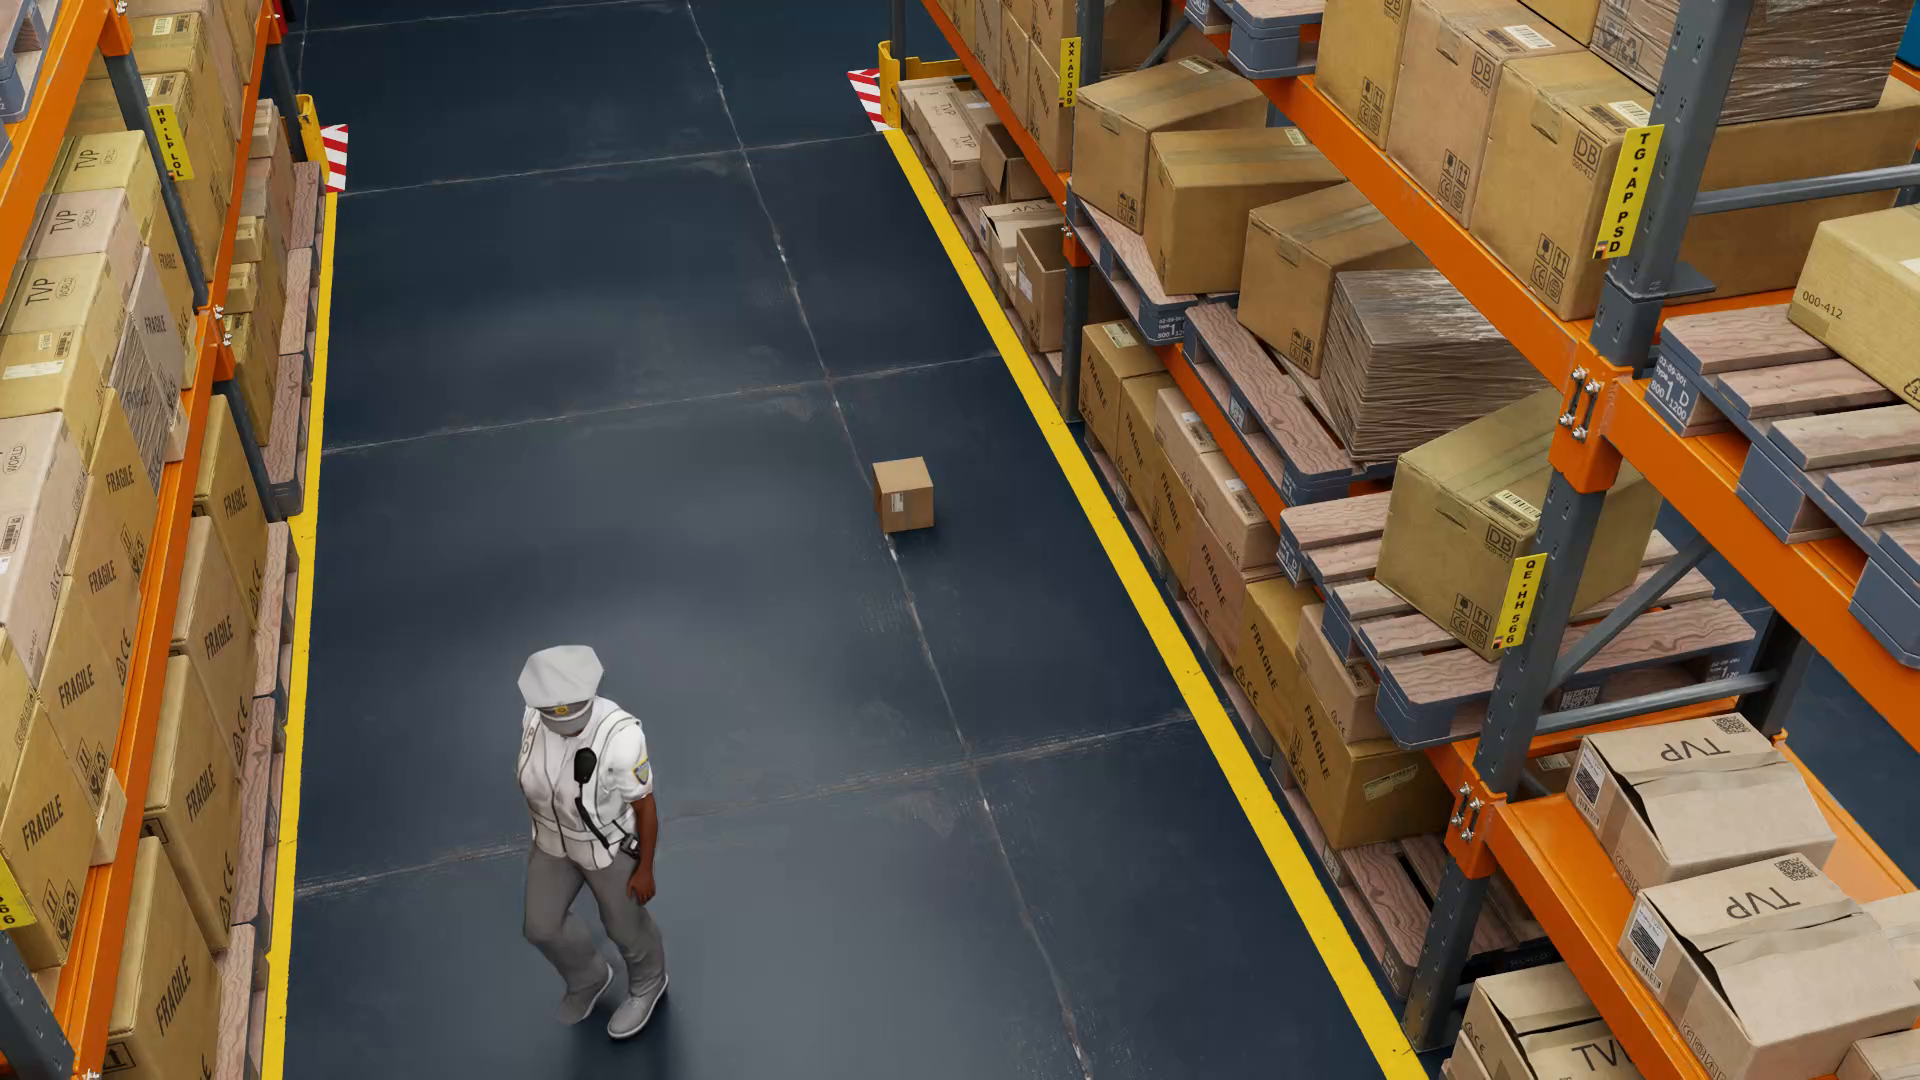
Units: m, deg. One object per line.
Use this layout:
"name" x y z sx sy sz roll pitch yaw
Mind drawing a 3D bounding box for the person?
"person" -1.201 1.042 5.431 0.479 1.737 0.382 16 41 19
